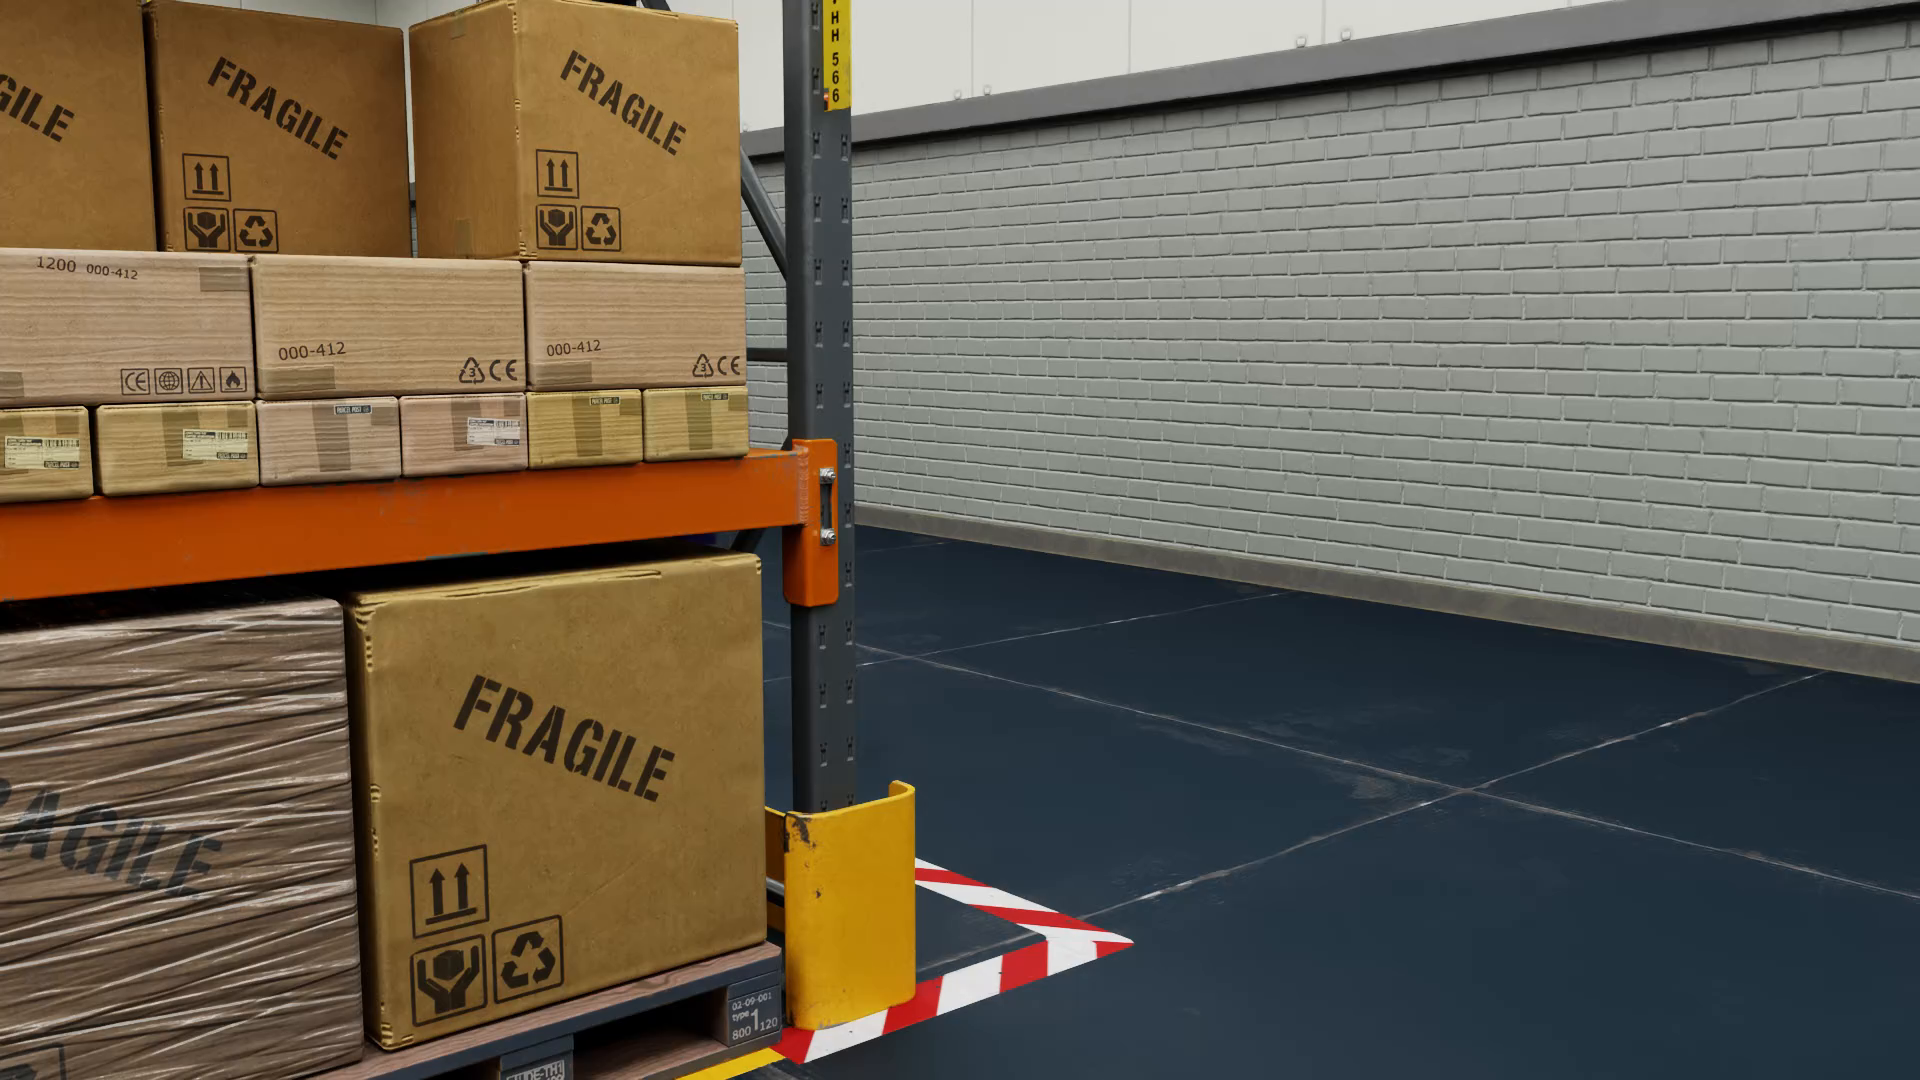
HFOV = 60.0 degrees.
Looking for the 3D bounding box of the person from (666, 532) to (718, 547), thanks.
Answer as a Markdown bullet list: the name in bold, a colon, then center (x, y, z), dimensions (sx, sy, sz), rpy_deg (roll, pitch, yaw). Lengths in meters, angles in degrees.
- **person**: center (-1.178, -0.077, 6.530), dimensions (0.476, 1.642, 0.327), rpy_deg (-6, 10, -39)
